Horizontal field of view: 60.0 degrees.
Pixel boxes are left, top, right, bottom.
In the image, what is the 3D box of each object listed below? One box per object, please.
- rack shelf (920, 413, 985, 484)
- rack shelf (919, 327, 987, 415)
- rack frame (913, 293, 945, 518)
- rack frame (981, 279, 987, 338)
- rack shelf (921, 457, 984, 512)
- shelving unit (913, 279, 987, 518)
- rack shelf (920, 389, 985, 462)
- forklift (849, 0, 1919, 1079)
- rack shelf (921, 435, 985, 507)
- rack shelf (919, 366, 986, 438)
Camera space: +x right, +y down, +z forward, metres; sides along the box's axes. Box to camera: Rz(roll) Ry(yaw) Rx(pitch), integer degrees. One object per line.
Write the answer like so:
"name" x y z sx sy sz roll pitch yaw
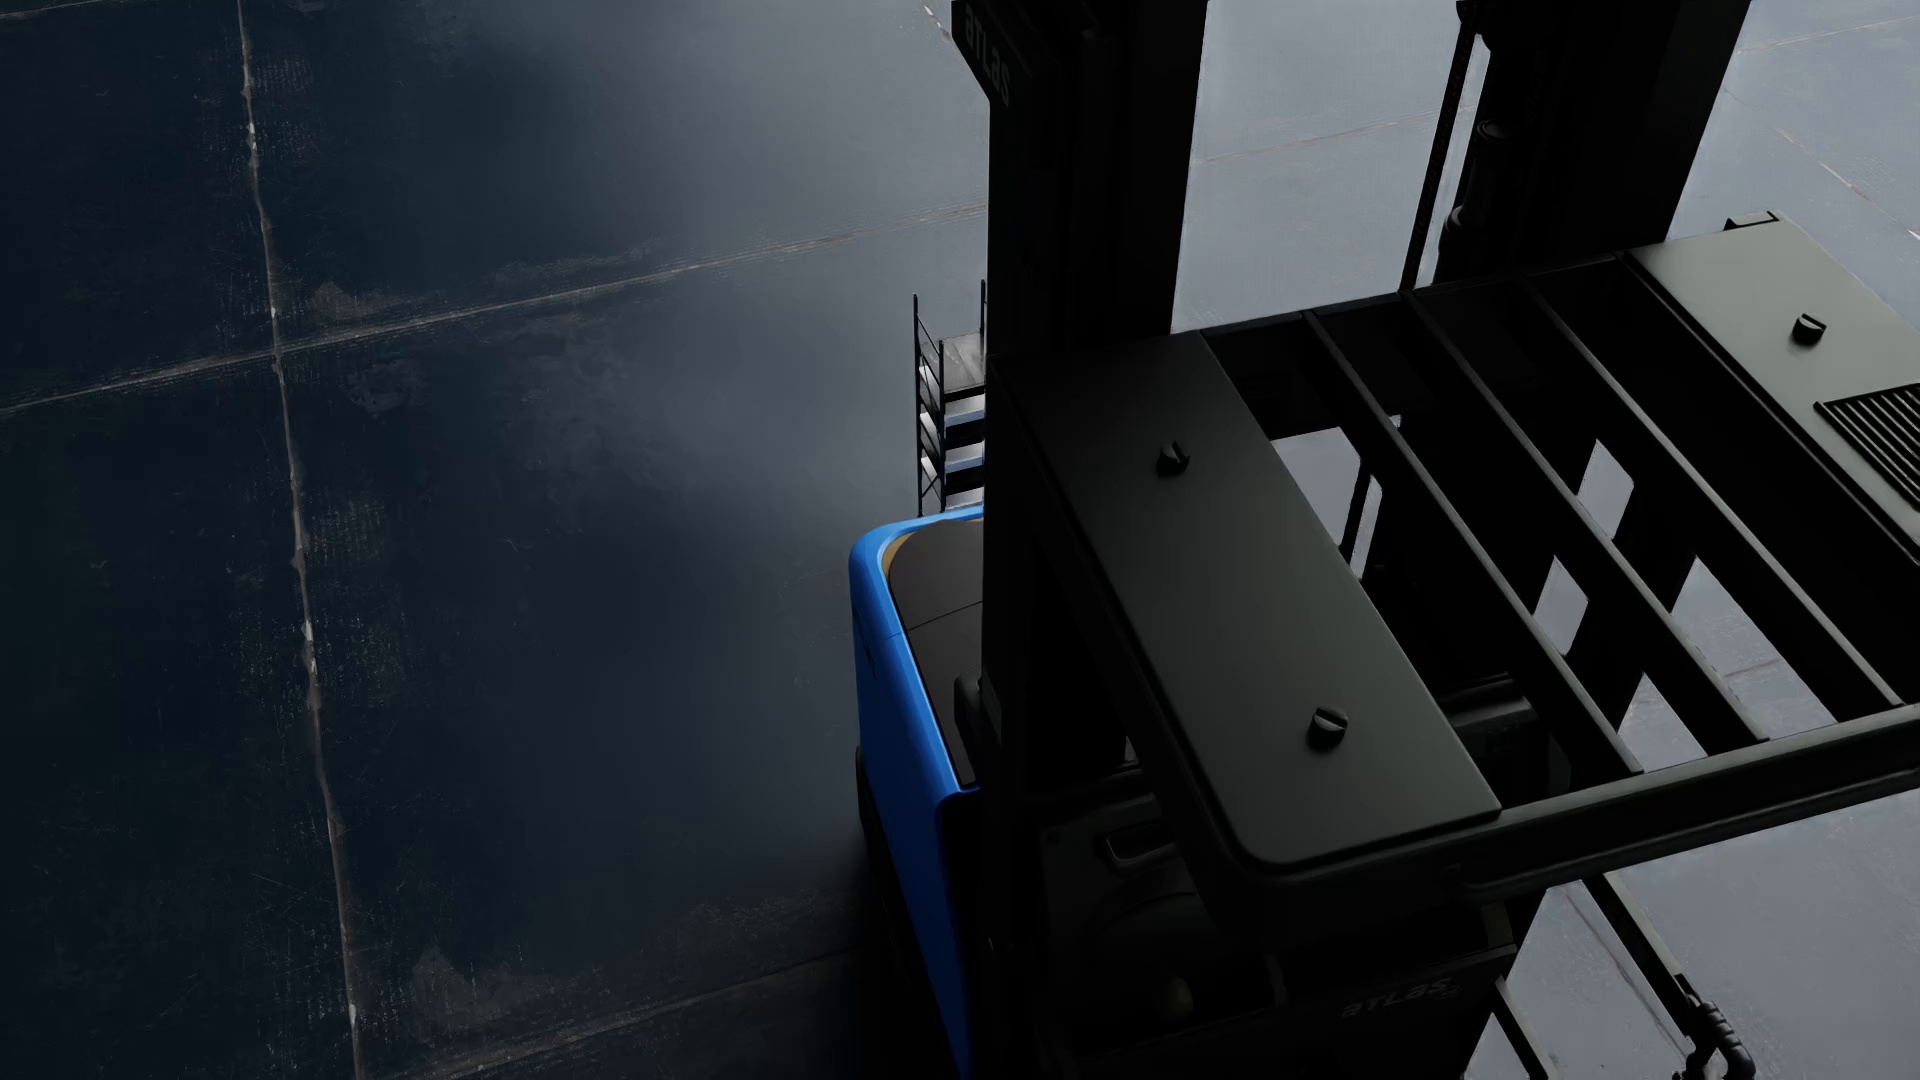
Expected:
"rack shelf" 0.008 -0.296 4.957 0.200 0.077 0.258 -14 47 -14
"rack shelf" 0.008 -0.487 4.766 0.200 0.077 0.258 -14 47 -14
"rack frame" -0.088 -0.295 4.909 0.006 0.900 0.240 -14 47 -14
"rack frame" 0.103 -0.344 4.958 0.006 0.900 0.240 -14 47 -14
"rack shelf" 0.008 -0.169 5.084 0.200 0.077 0.258 -14 47 -14
"shelving unit" 0.008 -0.320 4.933 0.210 0.900 0.258 -14 47 -14
"rack shelf" 0.008 -0.360 4.893 0.200 0.077 0.258 -14 47 -14
"forklift" 0.636 0.609 2.574 1.130 2.935 3.031 -12 46 -11
"rack shelf" 0.008 -0.233 5.021 0.200 0.077 0.258 -14 47 -14
"rack shelf" 0.008 -0.423 4.829 0.200 0.077 0.258 -14 47 -14
